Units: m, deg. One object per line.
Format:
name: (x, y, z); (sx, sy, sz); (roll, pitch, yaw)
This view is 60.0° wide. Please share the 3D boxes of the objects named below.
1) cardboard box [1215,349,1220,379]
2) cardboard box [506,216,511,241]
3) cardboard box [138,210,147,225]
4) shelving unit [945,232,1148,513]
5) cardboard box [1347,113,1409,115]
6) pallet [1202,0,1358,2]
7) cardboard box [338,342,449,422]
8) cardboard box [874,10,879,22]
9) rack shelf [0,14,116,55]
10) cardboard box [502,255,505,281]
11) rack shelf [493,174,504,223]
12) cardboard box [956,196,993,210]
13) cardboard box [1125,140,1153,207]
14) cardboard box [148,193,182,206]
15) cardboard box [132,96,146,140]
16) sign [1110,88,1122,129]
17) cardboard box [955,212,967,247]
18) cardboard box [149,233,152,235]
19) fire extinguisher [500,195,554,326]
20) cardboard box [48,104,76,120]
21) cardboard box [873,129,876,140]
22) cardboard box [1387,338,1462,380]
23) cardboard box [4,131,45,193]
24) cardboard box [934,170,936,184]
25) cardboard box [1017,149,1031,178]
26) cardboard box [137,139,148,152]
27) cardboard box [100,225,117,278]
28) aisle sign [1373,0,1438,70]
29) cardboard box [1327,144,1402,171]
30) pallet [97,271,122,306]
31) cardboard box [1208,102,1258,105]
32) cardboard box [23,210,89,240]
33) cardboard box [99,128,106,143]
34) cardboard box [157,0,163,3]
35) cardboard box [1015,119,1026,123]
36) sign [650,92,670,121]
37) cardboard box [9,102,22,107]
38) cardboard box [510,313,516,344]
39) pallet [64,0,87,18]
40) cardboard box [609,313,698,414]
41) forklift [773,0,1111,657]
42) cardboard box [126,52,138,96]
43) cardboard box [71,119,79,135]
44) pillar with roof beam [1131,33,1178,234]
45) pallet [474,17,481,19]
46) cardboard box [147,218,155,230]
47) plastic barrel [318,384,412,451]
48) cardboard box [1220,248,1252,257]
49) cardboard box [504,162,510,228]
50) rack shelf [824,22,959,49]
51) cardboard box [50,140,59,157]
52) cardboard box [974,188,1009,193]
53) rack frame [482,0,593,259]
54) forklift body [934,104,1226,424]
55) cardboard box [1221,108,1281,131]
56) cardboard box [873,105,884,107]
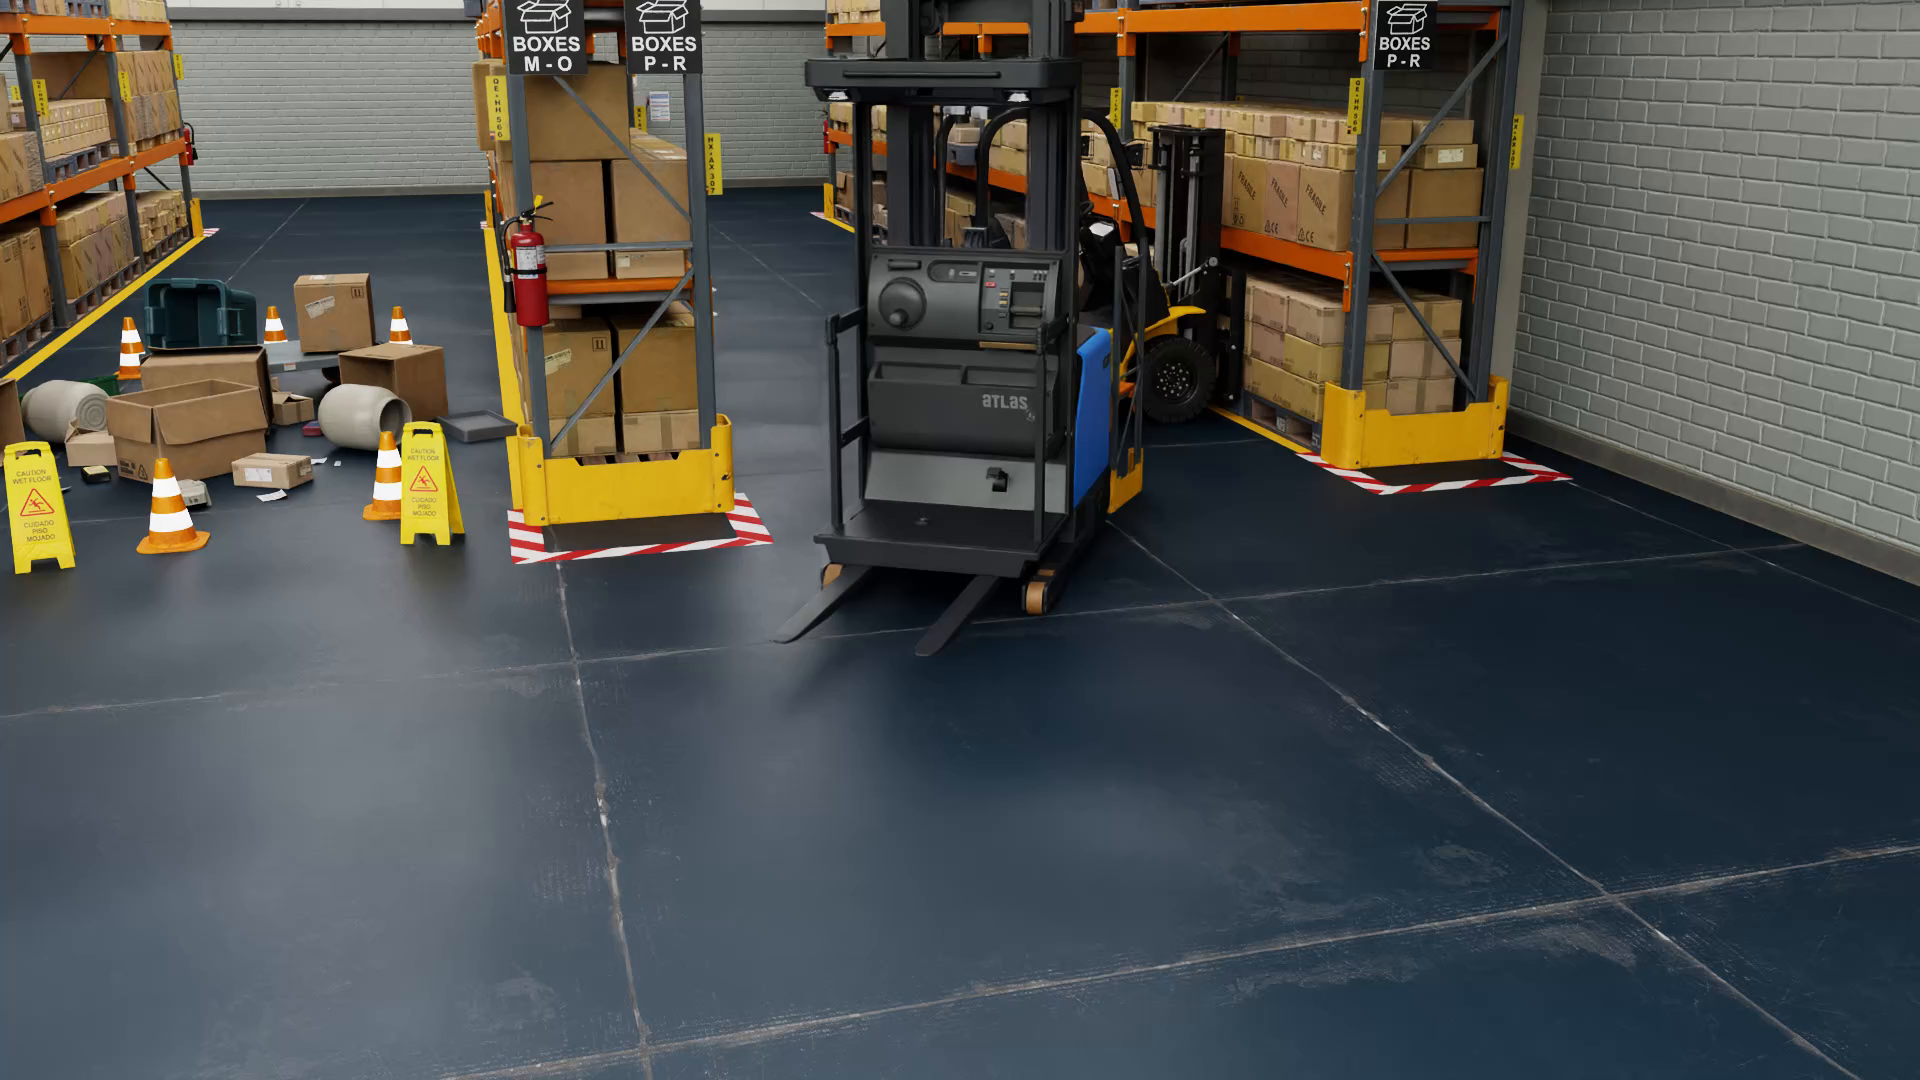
cardboard box: (2.051, -1.383, 12.393); (0.500, 0.250, 0.500); (-4, 17, -13)
cardboard box: (-2.846, -2.101, 11.167); (0.380, 0.149, 0.250); (-5, 17, -15)
cardboard box: (-9.811, -3.795, 19.562); (0.380, 0.149, 0.250); (-4, 17, -13)
shelving unit: (0.486, -1.007, 9.697); (1.083, 1.500, 0.587); (7, 18, 22)
cardboard box: (2.838, -2.802, 11.249); (0.380, 0.149, 0.250); (-5, 17, -15)
pallet: (2.396, -3.905, 11.677); (1.003, 0.211, 1.213); (-5, 17, -15)
cardboard box: (-3.980, -1.088, 11.701); (0.500, 0.500, 0.500); (7, 18, 23)
cardboard box: (-0.906, -6.830, 21.697); (0.380, 0.149, 0.250); (-4, 17, -13)
rack shelf: (-9.347, -5.020, 16.487); (1.077, 0.370, 4.000); (-5, 17, -15)
cardboard box: (-3.920, -2.580, 16.164); (0.950, 0.372, 0.625); (-6, 18, -19)
rack shelf: (-3.516, -2.897, 14.631); (1.077, 0.370, 4.000); (-5, 17, -15)
cardboard box: (0.163, -3.845, 19.026); (0.380, 0.149, 0.250); (-4, 17, -14)
cardboard box: (1.676, -2.986, 13.504); (0.500, 0.500, 0.500); (-5, 17, -17)
cardboard box: (-10.400, -4.447, 21.732); (0.380, 0.149, 0.250); (-5, 17, -16)
cardboard box: (-9.933, -4.965, 19.576); (0.500, 0.500, 0.500); (-5, 17, -15)
sign: (1.286, -3.552, 13.689); (0.100, 0.325, 0.005); (-5, 17, -15)
cardboard box: (0.255, -3.431, 18.775); (0.500, 0.500, 0.500); (-5, 17, -16)
cardboard box: (-9.879, -3.582, 19.887); (0.380, 0.149, 0.250); (-5, 17, -16)
fire extinguisher: (-2.279, -1.476, 8.787); (0.296, 0.674, 0.183); (-5, 17, -15)
cardboard box: (-9.166, -4.317, 16.781); (0.380, 0.149, 0.250); (-5, 17, -16)
cardboard box: (-0.957, -5.457, 22.342); (0.380, 0.149, 0.250); (-4, 17, -14)
cardboard box: (2.975, -1.245, 11.064); (0.500, 0.250, 0.500); (-4, 17, -14)
cardboard box: (-8.415, -3.320, 14.615); (0.500, 0.500, 0.500); (-5, 17, -15)
cardboard box: (-0.433, -4.563, 20.899); (0.380, 0.149, 0.250); (-6, 18, -18)
cardboard box: (0.875, -3.692, 16.291); (0.500, 0.250, 0.500); (-5, 18, -17)
cardboard box: (-10.001, -4.751, 19.992); (0.380, 0.149, 0.250); (-4, 17, -14)
cardboard box: (-9.174, -3.016, 17.395); (0.500, 0.500, 0.500); (-5, 17, -16)
aisle sign: (2.640, -3.179, 9.801); (0.394, 0.787, 0.004); (-5, 17, -15)
cardboard box: (2.540, -2.407, 10.451); (0.380, 0.149, 0.250); (-4, 17, -14)
pallet: (-9.342, -2.593, 17.216); (1.003, 0.211, 1.213); (-5, 17, -15)
cardboard box: (2.212, -3.445, 13.389); (0.380, 0.149, 0.250); (-5, 17, -17)
cardboard box: (-8.893, -3.088, 16.331); (0.500, 0.250, 0.500); (-5, 17, -16)
cardboard box: (-9.525, -4.396, 18.080); (0.380, 0.149, 0.250); (-5, 17, -15)
cardboard box: (-10.625, -7.085, 21.502); (0.500, 0.250, 0.500); (-5, 18, -17)
cardboard box: (0.764, -4.221, 16.488); (0.380, 0.149, 0.250); (-4, 17, -15)
sign: (-5.358, -7.742, 29.676); (0.329, 0.494, 0.001); (-5, 17, -15)
cardboard box: (-10.014, -4.485, 17.341); (0.380, 0.149, 0.250); (-5, 17, -16)
cardboard box: (-3.064, -1.747, 12.299); (0.500, 0.500, 0.500); (-4, 17, -13)
pallet: (-9.541, -5.362, 16.702); (1.213, 0.211, 1.003); (-5, 17, -15)
cardboard box: (-1.830, -1.076, 10.068); (0.500, 0.500, 0.500); (-5, 18, -17)
forklift: (-0.042, -1.172, 7.760); (1.130, 2.935, 3.031); (5, 17, 15)
cardboard box: (-9.943, -5.437, 19.409); (0.500, 0.500, 0.500); (-5, 18, -17)
cardboard box: (-9.170, -4.178, 16.838); (0.380, 0.149, 0.250); (-4, 17, -13)
pillar with roof beam: (-2.208, -6.431, 14.720); (9.100, 9.000, 0.400); (-5, 17, -15)
pallet: (-4.604, -5.623, 17.573); (1.003, 0.211, 1.213); (-4, 17, -13)
cardboard box: (-10.070, -3.866, 20.315); (0.380, 0.149, 0.250); (-4, 17, -13)
plastic barrel: (-3.890, -0.799, 10.877); (0.512, 0.421, 0.421); (7, 18, 23)
cardboard box: (2.280, -2.185, 13.323); (0.500, 0.250, 0.500); (-5, 17, -16)
cardboard box: (-2.549, -2.178, 10.297); (0.500, 0.500, 0.500); (-5, 17, -16)
rack shelf: (-0.943, -6.940, 22.877); (1.077, 0.370, 4.000); (-5, 17, -15)
cardboard box: (-8.874, -3.744, 15.910); (0.380, 0.149, 0.250); (-4, 17, -12)
cardboard box: (0.382, -4.175, 20.125); (0.380, 0.149, 0.250); (-4, 17, -14)
rack frame: (-4.066, -3.794, 16.370); (1.000, 3.000, 0.127); (-5, 17, -15)
forklift body: (0.629, -1.949, 11.701); (2.313, 2.155, 1.214); (-5, 17, -15)
cardboard box: (2.123, -3.053, 12.084); (0.380, 0.149, 0.250); (-5, 17, -15)
cardboard box: (-1.214, -6.269, 23.047); (0.500, 0.500, 0.500); (-4, 17, -14)
